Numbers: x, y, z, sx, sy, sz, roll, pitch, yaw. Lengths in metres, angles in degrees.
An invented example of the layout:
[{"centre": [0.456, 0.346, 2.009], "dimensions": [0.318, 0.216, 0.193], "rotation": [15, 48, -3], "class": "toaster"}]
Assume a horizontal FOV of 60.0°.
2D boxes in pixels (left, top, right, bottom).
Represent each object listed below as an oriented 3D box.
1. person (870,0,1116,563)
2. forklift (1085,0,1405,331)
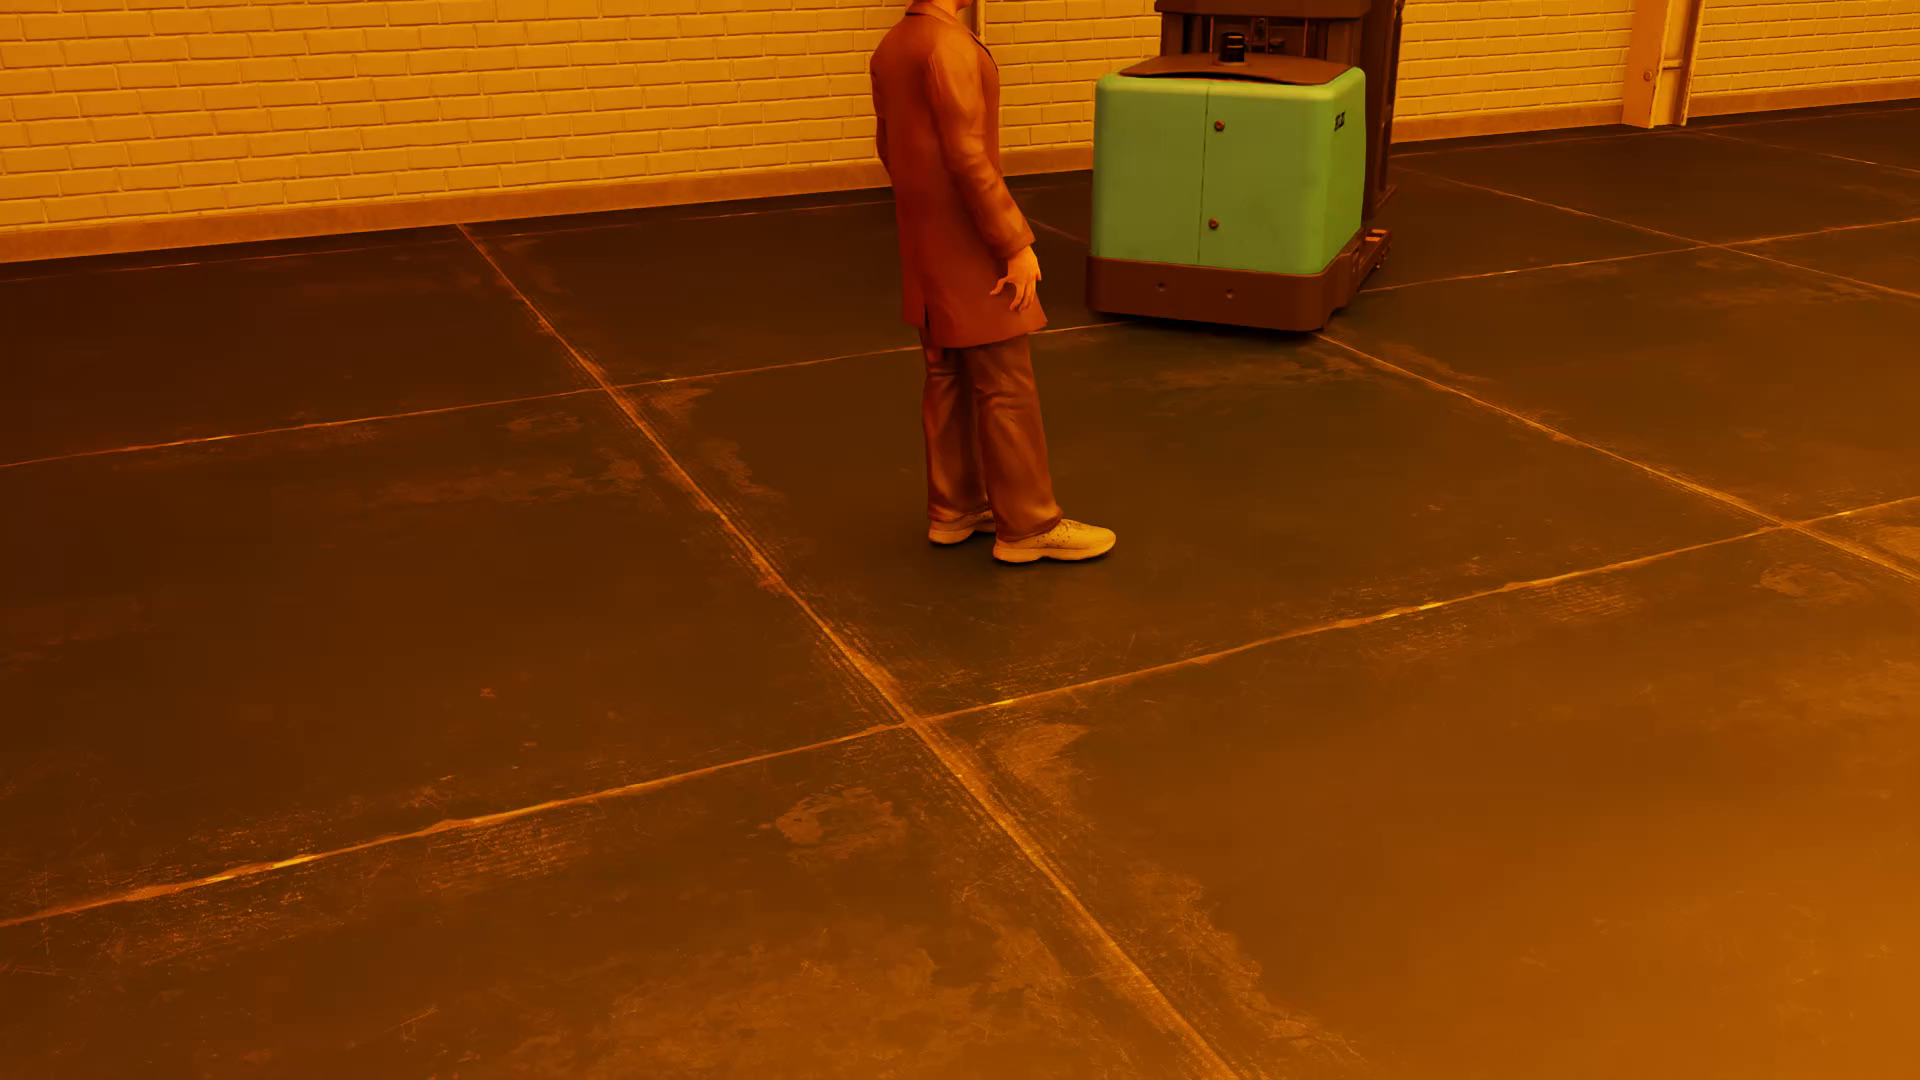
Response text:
[{"centre": [0.084, -0.840, 4.794], "dimensions": [0.582, 1.775, 0.694], "rotation": [-10, 25, -23], "class": "person"}, {"centre": [1.584, -2.771, 7.957], "dimensions": [1.130, 2.935, 3.031], "rotation": [9, 24, 20], "class": "forklift"}]
